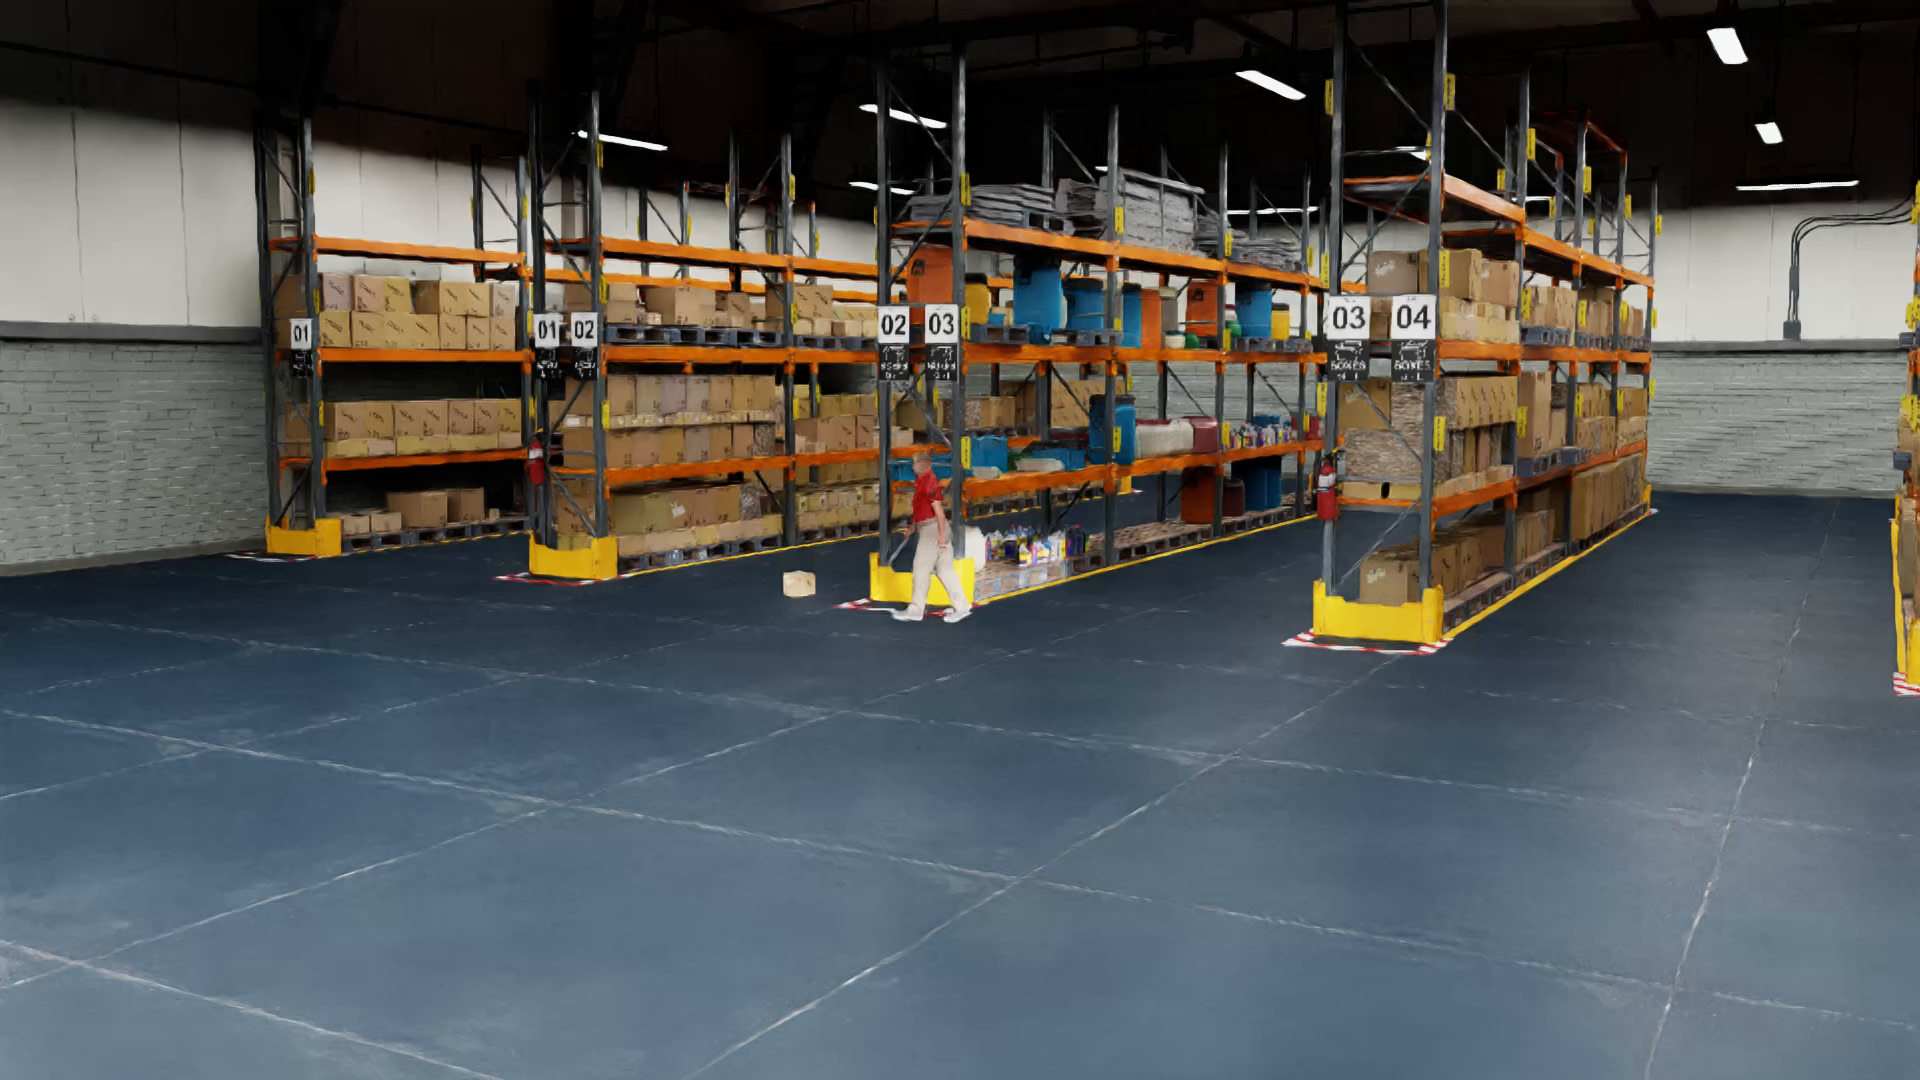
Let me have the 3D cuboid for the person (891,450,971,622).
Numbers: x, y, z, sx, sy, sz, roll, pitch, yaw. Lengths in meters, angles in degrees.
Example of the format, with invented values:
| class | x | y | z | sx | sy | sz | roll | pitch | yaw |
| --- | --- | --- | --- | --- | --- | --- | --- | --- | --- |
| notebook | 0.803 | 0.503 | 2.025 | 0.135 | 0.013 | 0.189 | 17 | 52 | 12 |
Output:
| class | x | y | z | sx | sy | sz | roll | pitch | yaw |
| --- | --- | --- | --- | --- | --- | --- | --- | --- | --- |
| person | -0.295 | -0.046 | 16.637 | 0.797 | 1.699 | 0.582 | 1 | 6 | 7 |
